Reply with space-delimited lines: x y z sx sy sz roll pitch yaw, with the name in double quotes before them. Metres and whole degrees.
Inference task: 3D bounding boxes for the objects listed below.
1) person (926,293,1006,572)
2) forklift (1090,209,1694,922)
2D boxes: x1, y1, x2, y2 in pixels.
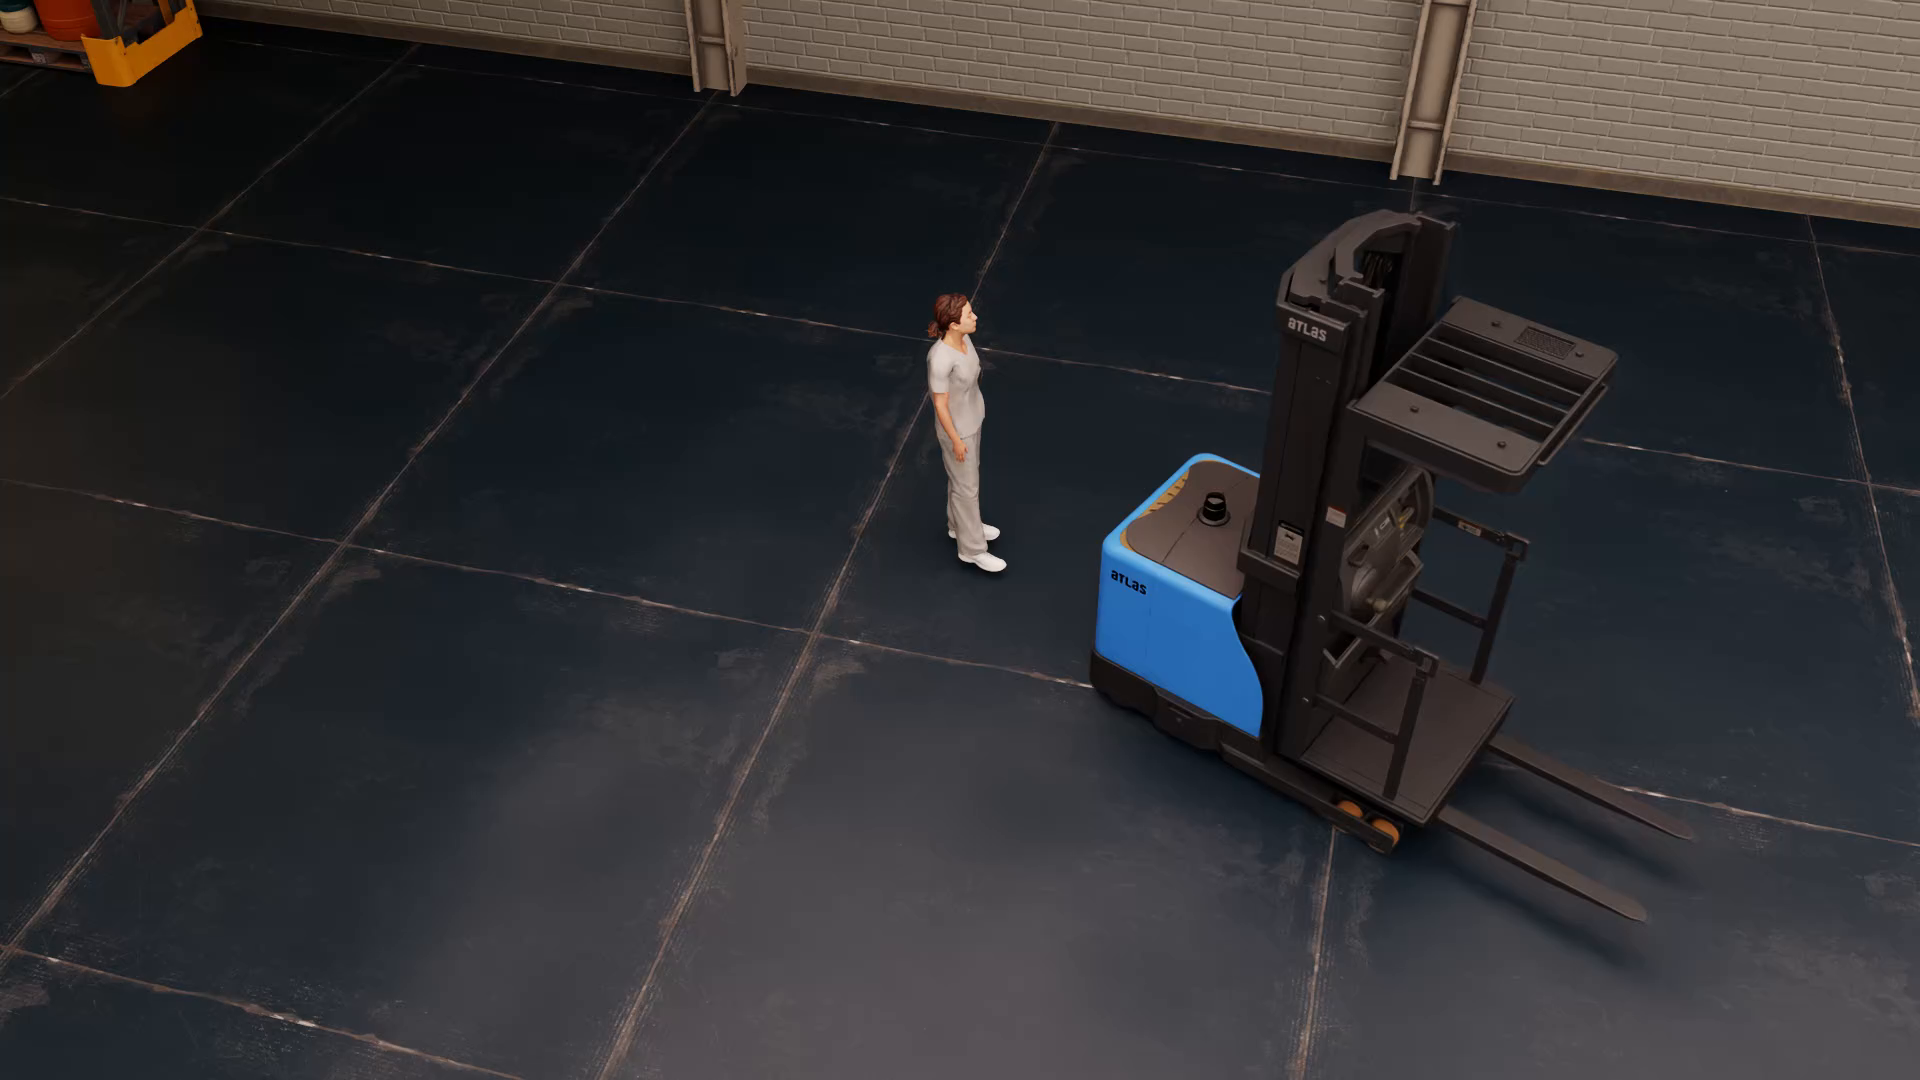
"person" 0.067 -0.644 9.478 0.549 1.674 0.549 10 42 11
"forklift" 2.186 0.056 7.798 3.031 2.935 1.130 27 48 27
